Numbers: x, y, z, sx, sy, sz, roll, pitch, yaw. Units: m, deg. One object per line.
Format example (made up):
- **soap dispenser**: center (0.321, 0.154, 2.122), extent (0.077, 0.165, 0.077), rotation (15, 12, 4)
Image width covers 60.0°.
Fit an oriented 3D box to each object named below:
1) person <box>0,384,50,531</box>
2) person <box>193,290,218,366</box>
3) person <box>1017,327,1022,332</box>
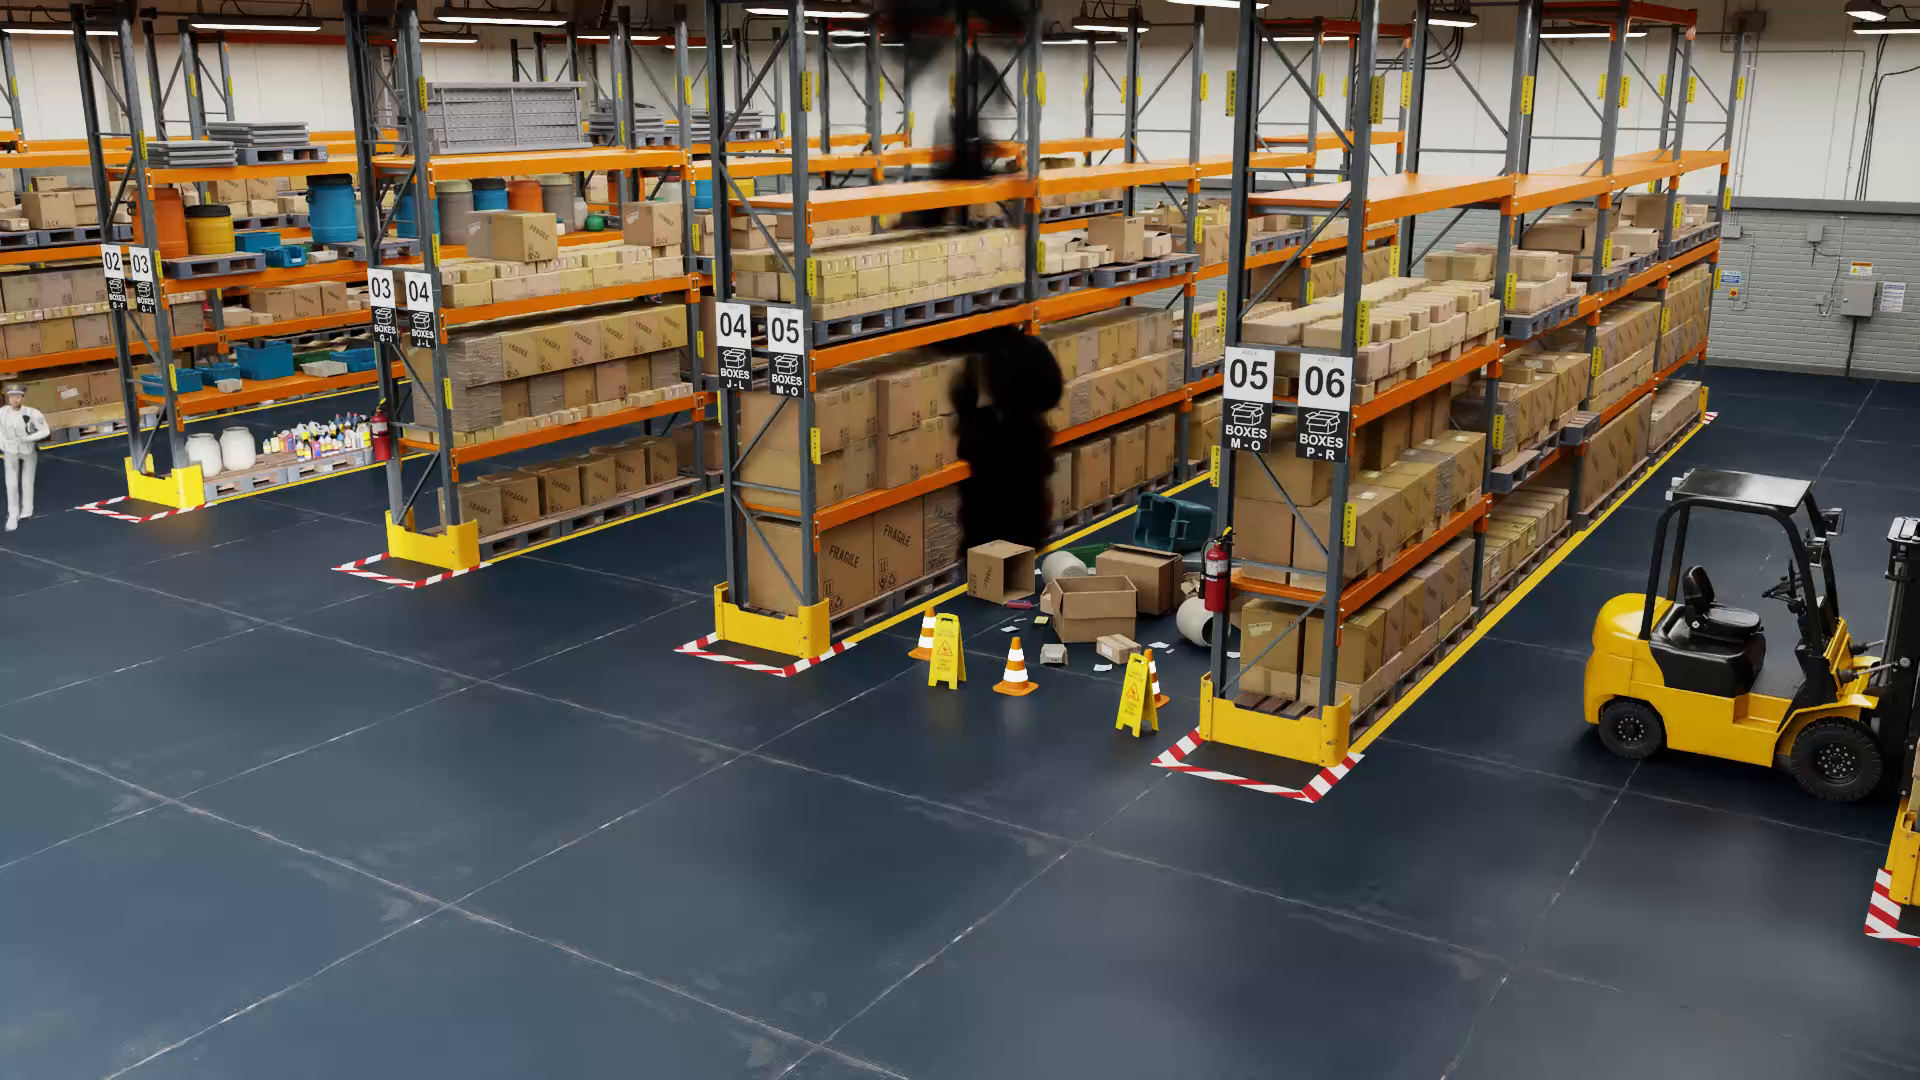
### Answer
- **person**: center (-11.102, -1.019, 19.776), extent (0.599, 1.741, 0.717), rotation (-6, 17, -20)
- **person**: center (-12.815, -3.411, 28.188), extent (0.662, 1.716, 0.989), rotation (9, 18, 29)
- **person**: center (1.124, -2.700, 25.673), extent (0.702, 1.757, 0.894), rotation (8, 17, 26)
